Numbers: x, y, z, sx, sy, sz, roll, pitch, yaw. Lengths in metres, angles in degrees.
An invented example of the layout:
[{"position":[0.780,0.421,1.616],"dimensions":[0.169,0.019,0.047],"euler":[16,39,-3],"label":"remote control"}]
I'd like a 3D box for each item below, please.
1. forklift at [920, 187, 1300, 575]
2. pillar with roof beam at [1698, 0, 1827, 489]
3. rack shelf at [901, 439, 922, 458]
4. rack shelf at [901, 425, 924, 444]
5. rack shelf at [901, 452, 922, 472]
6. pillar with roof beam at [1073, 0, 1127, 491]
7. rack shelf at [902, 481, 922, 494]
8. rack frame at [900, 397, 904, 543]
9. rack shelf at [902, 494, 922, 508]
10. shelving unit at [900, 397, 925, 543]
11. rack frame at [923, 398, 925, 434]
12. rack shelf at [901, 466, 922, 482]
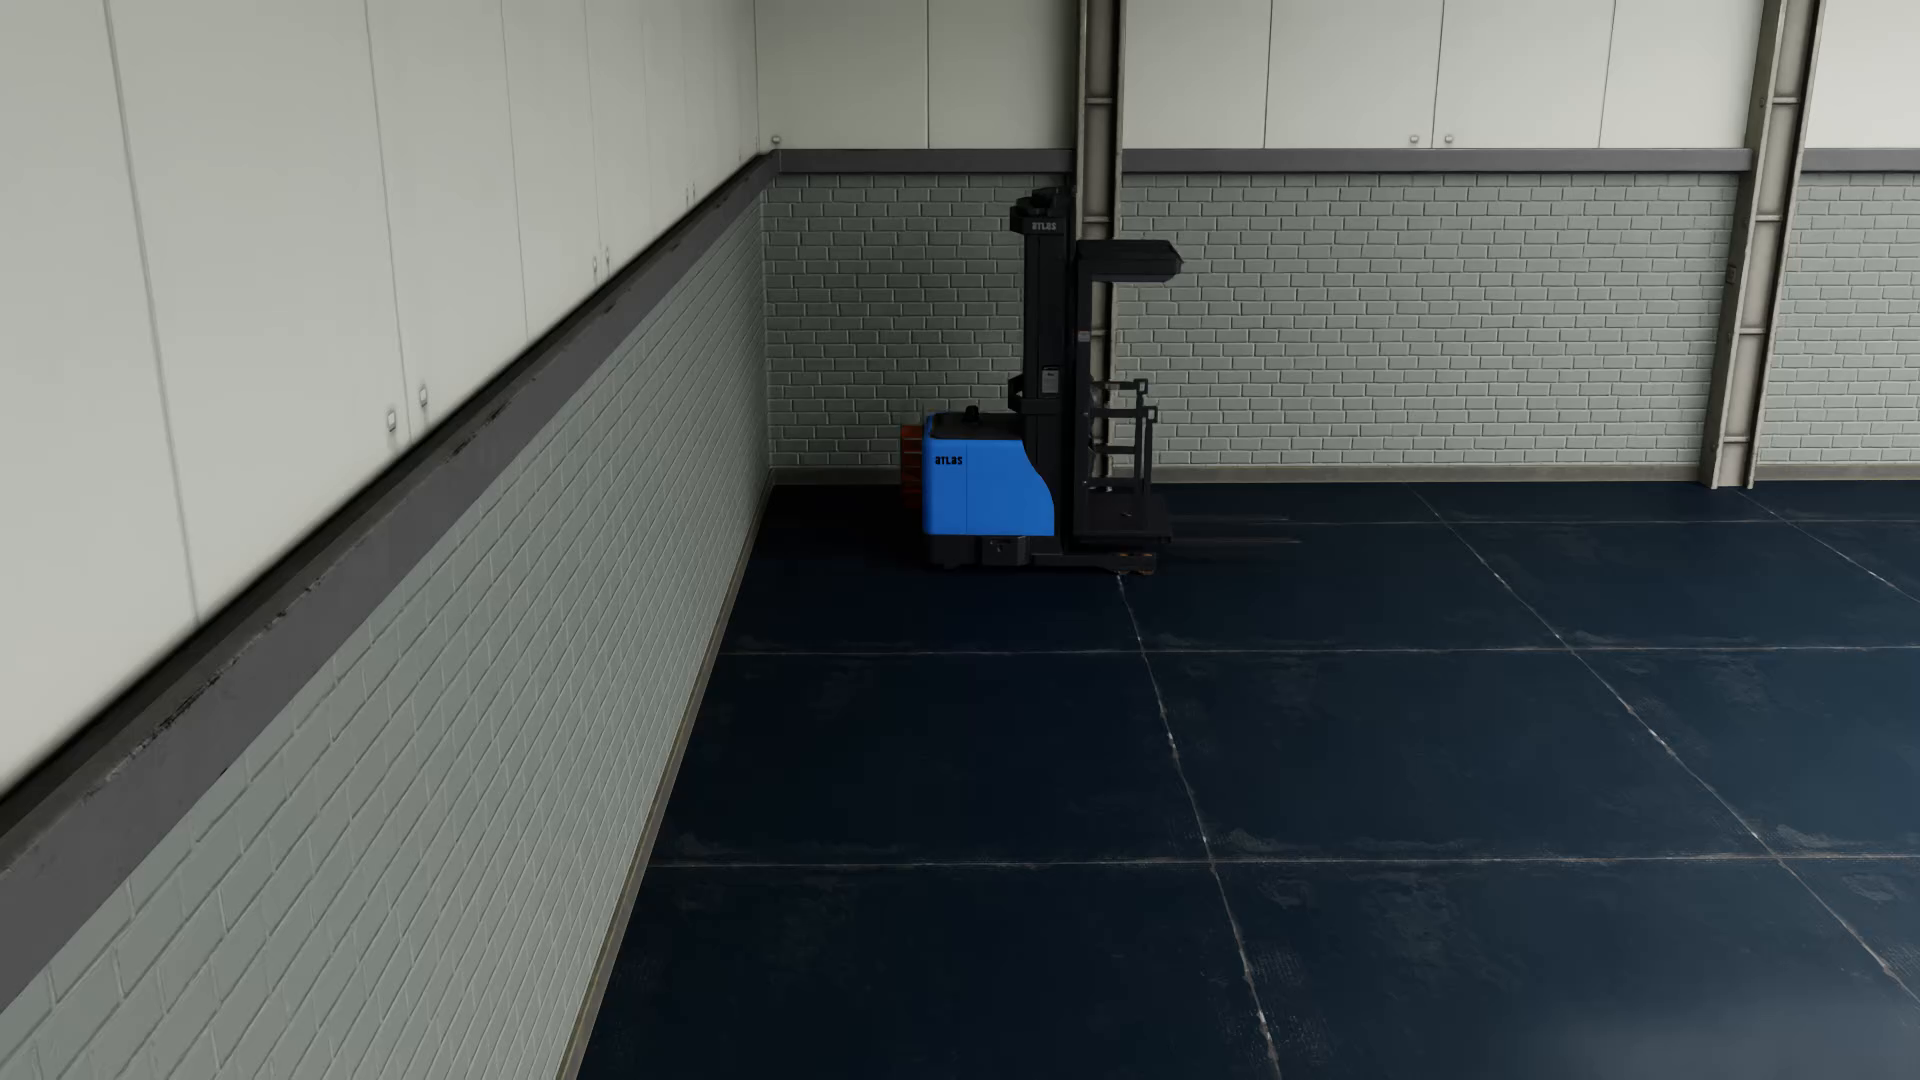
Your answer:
[{"position":[1.212,-1.284,13.252],"dimensions":[3.031,2.935,1.130],"euler":[1,18,2],"label":"forklift"},{"position":[7.283,-3.497,10.217],"dimensions":[0.400,9.000,9.100],"euler":[0,18,-1],"label":"pillar with roof beam"},{"position":[-0.391,-0.762,13.820],"dimensions":[0.180,0.103,0.258],"euler":[1,18,2],"label":"rack shelf"},{"position":[-0.391,-0.877,13.783],"dimensions":[0.180,0.103,0.258],"euler":[1,18,2],"label":"rack shelf"},{"position":[-0.391,-0.648,13.856],"dimensions":[0.180,0.103,0.258],"euler":[1,18,2],"label":"rack shelf"},{"position":[1.283,-3.468,10.127],"dimensions":[0.400,9.000,9.100],"euler":[0,18,-1],"label":"pillar with roof beam"},{"position":[-0.391,-0.420,13.930],"dimensions":[0.180,0.103,0.258],"euler":[1,18,2],"label":"rack shelf"},{"position":[-0.483,-0.577,13.882],"dimensions":[0.006,1.200,0.240],"euler":[1,18,2],"label":"rack frame"},{"position":[-0.391,-0.305,13.966],"dimensions":[0.180,0.103,0.258],"euler":[1,18,2],"label":"rack shelf"},{"position":[-0.391,-0.576,13.879],"dimensions":[0.189,1.200,0.258],"euler":[1,18,2],"label":"shelving unit"},{"position":[-0.300,-0.575,13.877],"dimensions":[0.006,1.200,0.240],"euler":[1,18,2],"label":"rack frame"},{"position":[-0.391,-0.534,13.893],"dimensions":[0.180,0.103,0.258],"euler":[1,18,2],"label":"rack shelf"}]
